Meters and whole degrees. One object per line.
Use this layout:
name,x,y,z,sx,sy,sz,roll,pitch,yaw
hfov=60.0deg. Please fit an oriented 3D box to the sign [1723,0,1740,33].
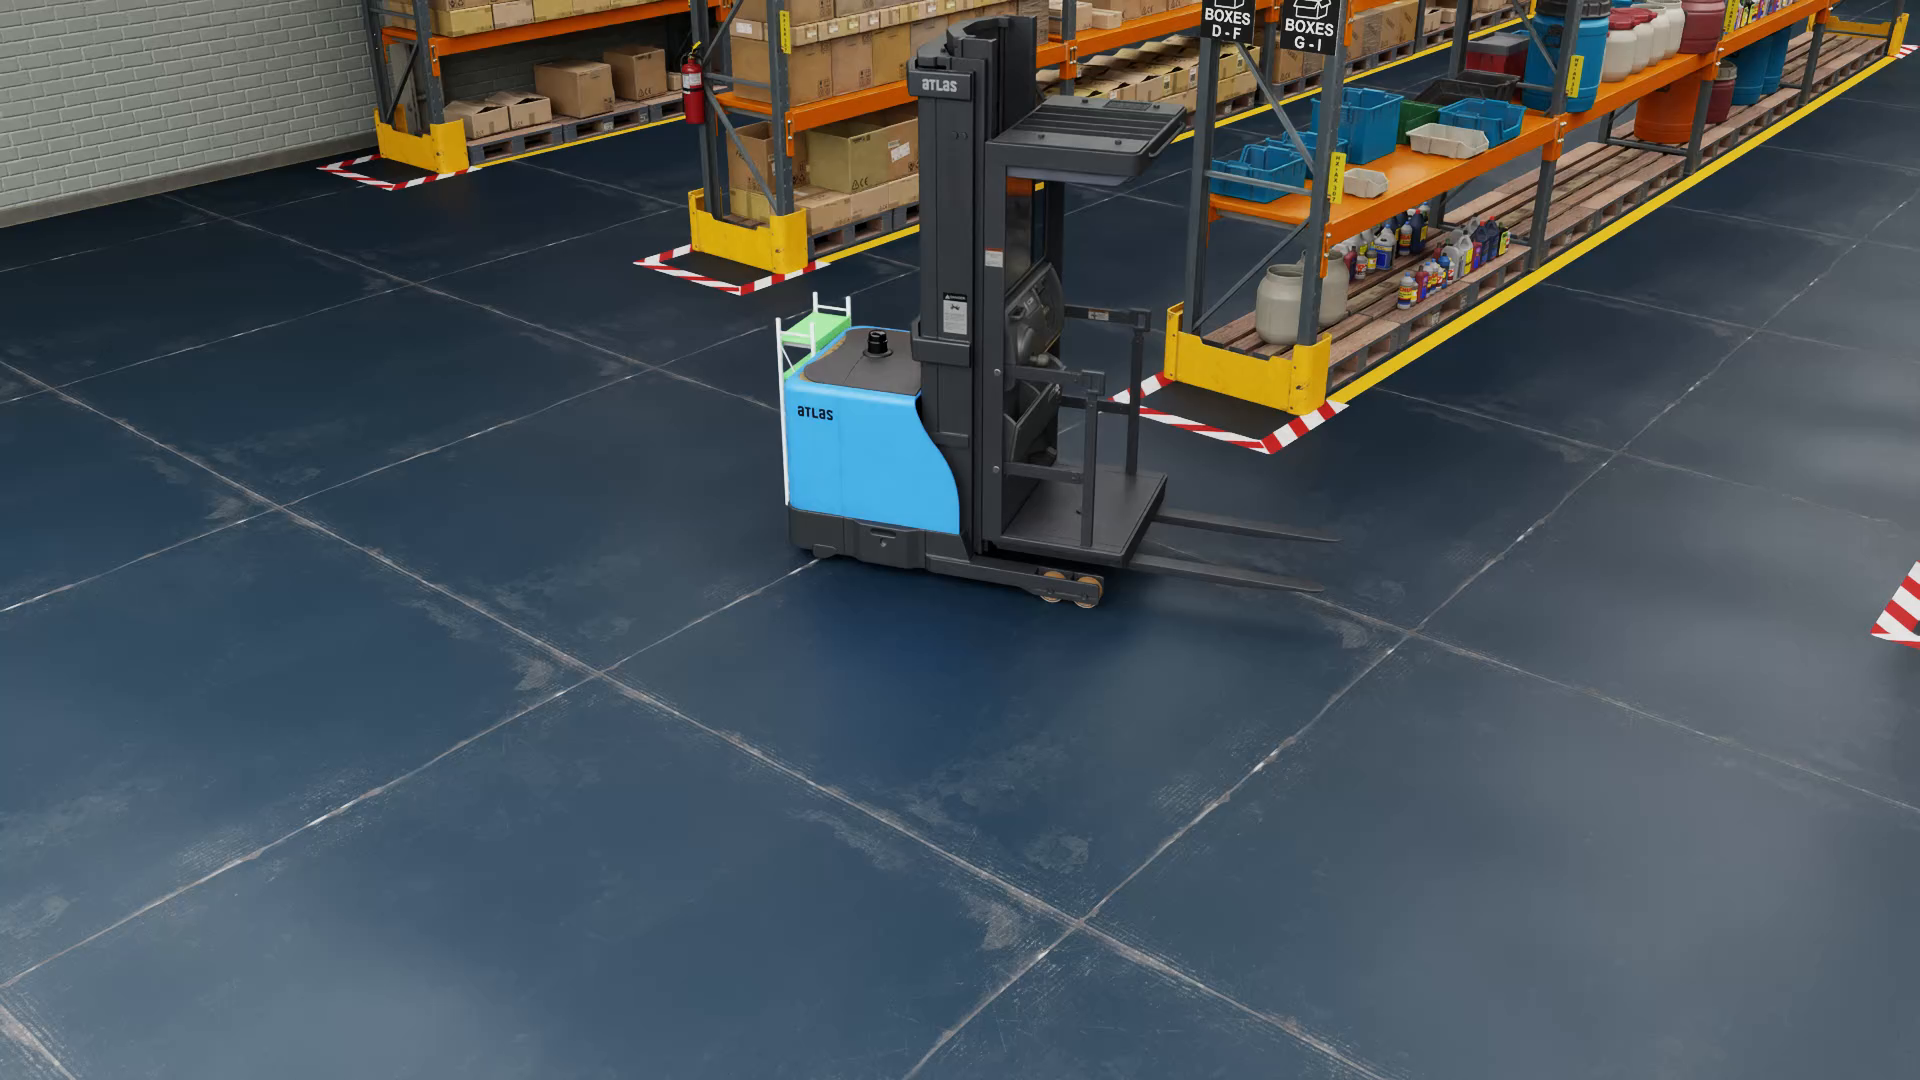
sign,7.513,-5.115,16.195,0.100,0.325,0.005,21,34,34

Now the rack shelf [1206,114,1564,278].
rack shelf,3.267,-2.754,12.591,1.077,0.370,4.000,21,34,34

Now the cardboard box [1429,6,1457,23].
cardboard box,6.785,-7.400,23.395,0.380,0.166,0.250,21,34,34

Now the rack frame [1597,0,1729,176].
rack frame,7.084,-5.201,16.538,1.000,3.000,0.127,21,34,34

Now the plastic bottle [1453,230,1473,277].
plastic bottle,4.025,-2.306,13.347,0.144,0.351,0.185,21,34,34

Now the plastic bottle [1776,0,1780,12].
plastic bottle,8.788,-5.809,17.930,0.097,0.201,0.097,0,27,0

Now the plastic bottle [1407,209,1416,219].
plastic bottle,3.814,-2.661,14.114,0.152,0.276,0.135,22,35,36

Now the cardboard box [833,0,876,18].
cardboard box,-1.154,-4.802,14.248,0.700,0.500,0.500,20,33,33

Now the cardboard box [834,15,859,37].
cardboard box,-1.083,-4.404,14.184,0.380,0.149,0.250,21,34,35

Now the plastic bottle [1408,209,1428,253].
plastic bottle,3.817,-2.594,13.904,0.144,0.351,0.185,21,34,34

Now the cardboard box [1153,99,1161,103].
cardboard box,1.821,-4.632,17.976,0.500,0.250,0.500,20,33,33

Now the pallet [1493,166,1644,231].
pallet,5.785,-3.268,15.838,1.003,0.211,1.213,21,34,34

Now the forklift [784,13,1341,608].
forklift,0.590,-1.207,8.894,3.031,2.935,1.130,9,29,17

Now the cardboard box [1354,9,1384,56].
cardboard box,5.075,-6.544,21.376,0.500,0.500,0.500,21,34,35

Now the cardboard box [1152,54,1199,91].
cardboard box,2.472,-5.242,18.543,0.500,0.311,0.500,20,34,34

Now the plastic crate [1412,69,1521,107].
plastic crate,4.109,-3.606,13.524,0.767,0.338,0.504,21,34,34

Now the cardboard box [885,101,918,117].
cardboard box,-0.356,-3.768,15.488,0.500,0.500,0.500,21,34,34

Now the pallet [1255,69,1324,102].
pallet,3.768,-5.665,20.470,1.003,0.211,1.213,21,34,34

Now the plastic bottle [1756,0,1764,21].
plastic bottle,8.379,-5.604,17.445,0.061,0.283,0.133,21,34,34

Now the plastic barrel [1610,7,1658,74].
plastic barrel,6.059,-4.531,15.097,0.433,0.535,0.433,0,27,0

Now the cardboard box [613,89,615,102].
cardboard box,-4.138,-5.046,18.863,0.380,0.149,0.250,18,32,30

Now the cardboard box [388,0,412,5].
cardboard box,-5.513,-5.764,16.953,0.500,0.500,0.500,20,34,34

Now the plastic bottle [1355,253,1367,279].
plastic bottle,3.203,-2.197,13.298,0.097,0.201,0.097,0,27,0

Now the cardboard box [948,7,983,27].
cardboard box,-0.210,-4.751,15.560,0.700,0.500,0.500,21,34,35

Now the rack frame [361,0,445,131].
rack frame,-5.649,-5.260,16.652,1.000,3.000,0.127,21,34,34

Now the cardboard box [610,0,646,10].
cardboard box,-3.804,-6.006,18.238,0.500,0.250,0.500,21,34,34

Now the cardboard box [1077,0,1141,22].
cardboard box,1.556,-5.730,17.453,0.500,0.500,0.500,24,36,38

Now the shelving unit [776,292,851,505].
shelving unit,-0.861,-0.835,10.058,0.258,1.200,0.503,10,29,19

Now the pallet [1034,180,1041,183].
pallet,0.182,-3.723,16.717,1.003,0.211,1.213,21,34,34

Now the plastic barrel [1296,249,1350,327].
plastic barrel,2.674,-1.879,12.368,0.421,0.512,0.421,0,27,0

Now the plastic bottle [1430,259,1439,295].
plastic bottle,3.671,-2.056,12.951,0.097,0.271,0.097,0,27,0

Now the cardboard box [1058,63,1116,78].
cardboard box,1.402,-5.036,18.145,0.500,0.311,0.500,21,34,34

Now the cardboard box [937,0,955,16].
cardboard box,-0.263,-4.860,15.065,0.380,0.149,0.250,22,35,36

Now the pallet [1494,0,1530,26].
pallet,7.798,-7.937,24.864,1.003,0.211,1.213,21,34,34

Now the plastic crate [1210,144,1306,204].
plastic crate,2.083,-2.563,11.602,0.499,0.251,0.616,21,34,34

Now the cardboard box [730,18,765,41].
cardboard box,-1.728,-4.337,14.054,0.380,0.149,0.250,20,33,34

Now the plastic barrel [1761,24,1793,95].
plastic barrel,9.269,-5.685,19.302,0.600,0.901,0.708,21,34,34

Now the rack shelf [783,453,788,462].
rack shelf,-0.861,-0.565,10.198,0.258,0.148,0.480,10,29,19

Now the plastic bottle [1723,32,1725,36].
plastic bottle,7.609,-5.204,16.681,0.152,0.276,0.135,21,34,34

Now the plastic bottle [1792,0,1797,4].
plastic bottle,9.178,-6.110,18.349,0.144,0.351,0.185,21,34,34

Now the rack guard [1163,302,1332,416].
rack guard,2.007,-1.295,11.708,1.175,0.500,0.348,21,34,34

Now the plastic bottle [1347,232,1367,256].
plastic bottle,3.197,-2.353,13.437,0.144,0.351,0.185,22,35,36

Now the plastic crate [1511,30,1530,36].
plastic crate,5.001,-4.257,14.732,0.392,0.384,0.575,21,34,34

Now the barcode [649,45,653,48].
barcode,-3.634,-5.784,19.559,0.001,0.075,0.075,21,34,34

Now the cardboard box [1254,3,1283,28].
cardboard box,3.710,-6.489,20.455,0.500,0.250,0.500,22,35,36

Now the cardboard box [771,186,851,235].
cardboard box,-1.312,-2.904,14.634,0.500,0.250,0.500,21,34,34

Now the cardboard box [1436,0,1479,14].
cardboard box,6.999,-7.822,23.844,0.797,0.503,0.637,21,34,34

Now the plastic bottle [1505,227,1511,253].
plastic bottle,4.549,-2.515,13.914,0.097,0.201,0.097,0,27,0

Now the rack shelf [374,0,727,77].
rack shelf,-4.377,-5.649,18.188,1.077,0.370,4.000,21,34,34

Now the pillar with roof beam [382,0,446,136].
pillar with roof beam,-2.550,-7.167,13.810,9.100,9.000,0.400,21,34,34

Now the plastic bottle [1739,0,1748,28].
plastic bottle,8.023,-5.406,17.062,0.061,0.283,0.133,21,34,34

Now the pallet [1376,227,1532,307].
pallet,4.080,-2.318,14.001,1.003,0.211,1.213,21,34,34
